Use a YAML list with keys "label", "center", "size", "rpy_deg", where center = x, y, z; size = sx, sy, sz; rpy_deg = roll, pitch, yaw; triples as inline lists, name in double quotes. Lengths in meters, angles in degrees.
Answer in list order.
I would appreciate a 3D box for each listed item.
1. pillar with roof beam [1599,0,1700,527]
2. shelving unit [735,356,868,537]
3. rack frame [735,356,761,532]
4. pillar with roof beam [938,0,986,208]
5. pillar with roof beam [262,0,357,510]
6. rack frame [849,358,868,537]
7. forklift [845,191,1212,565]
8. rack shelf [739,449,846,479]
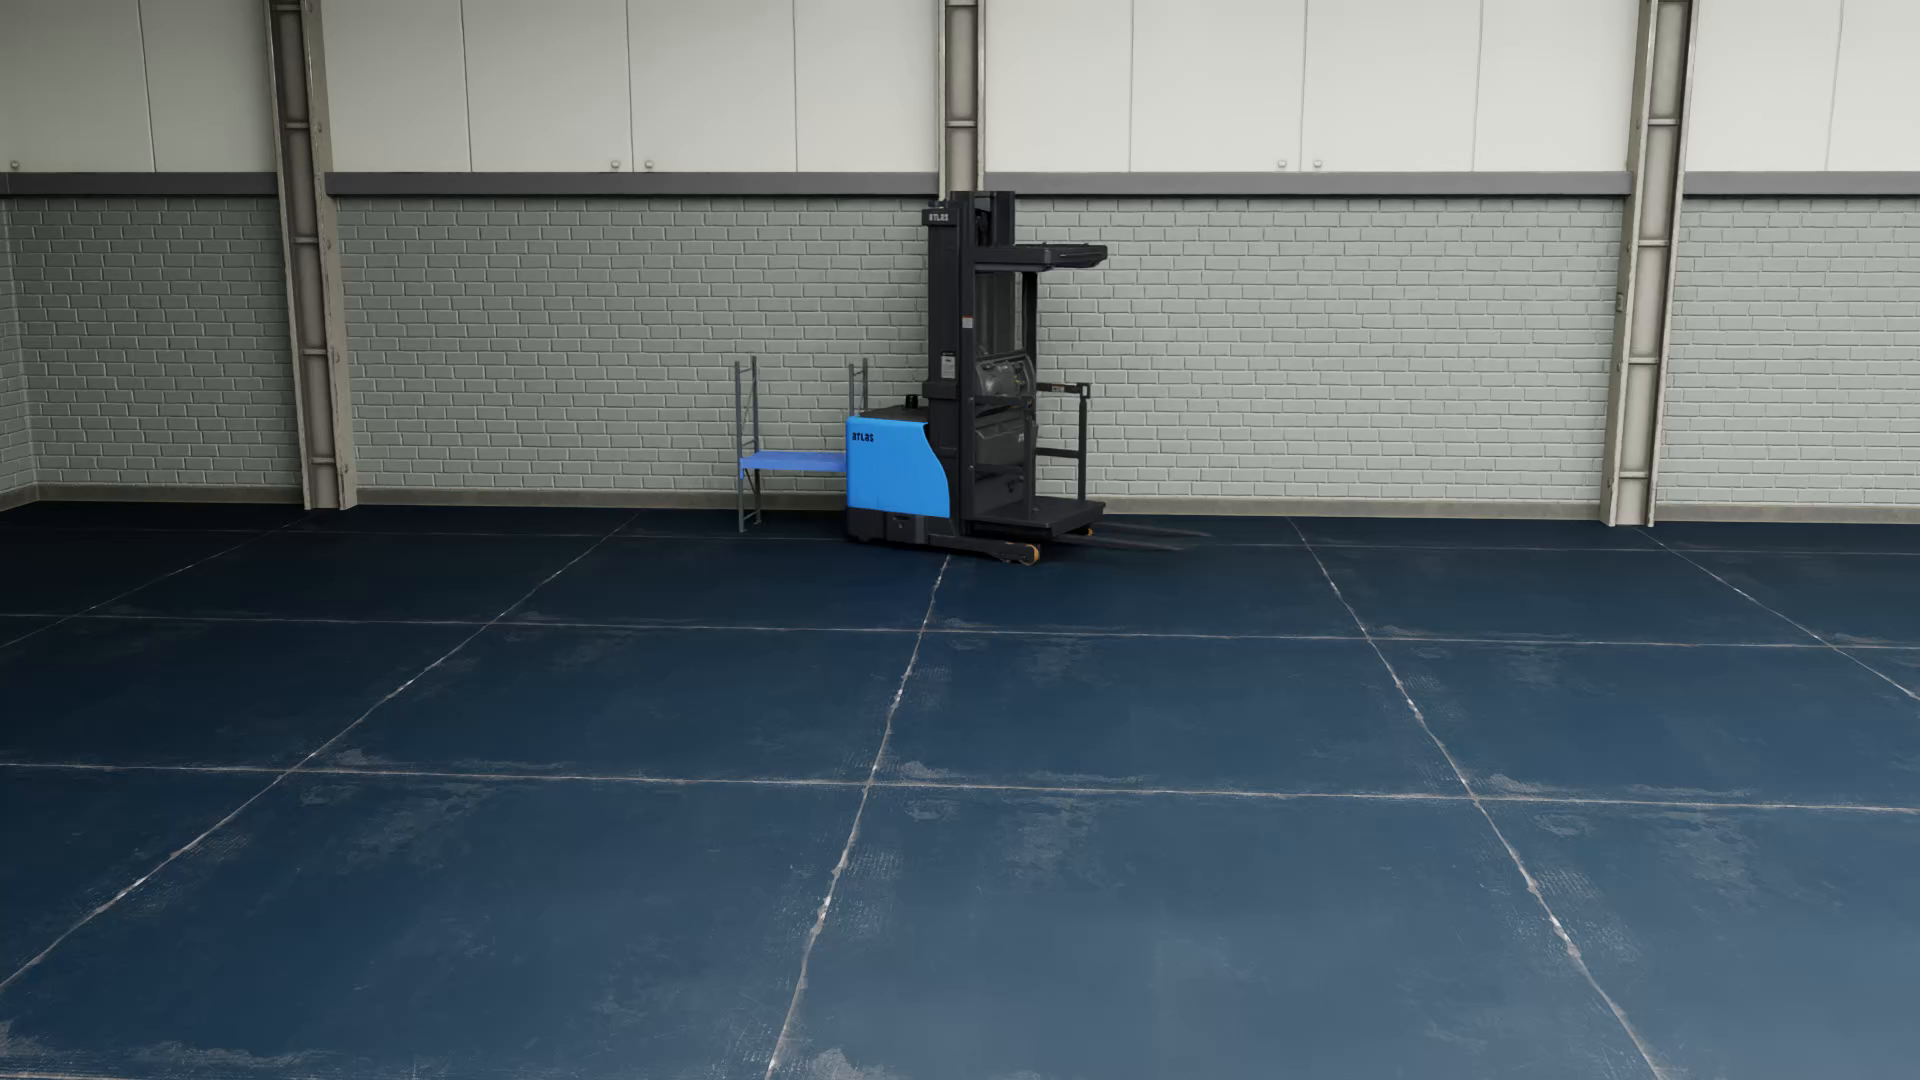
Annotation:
- label: "pillar with roof beam"
  center: [5.719, -3.679, 9.877]
  size: [0.400, 9.000, 9.100]
  rpy_deg: [1, 12, 4]
- label: "shelving unit"
  center: [-1.374, -0.829, 14.570]
  size: [1.048, 1.500, 0.538]
  rpy_deg: [2, 12, 12]
- label: "rack frame"
  center: [-1.872, -0.851, 14.672]
  size: [0.032, 1.500, 0.500]
  rpy_deg: [2, 12, 12]
- label: "pillar with roof beam"
  center: [-0.267, -3.761, 10.269]
  size: [0.400, 9.000, 9.100]
  rpy_deg: [1, 12, 4]
- label: "pillar with roof beam"
  center: [-6.254, -3.843, 10.662]
  size: [0.400, 9.000, 9.100]
  rpy_deg: [1, 12, 4]
- label: "rack frame"
  center: [-0.877, -0.808, 14.468]
  size: [0.032, 1.500, 0.500]
  rpy_deg: [2, 12, 12]
- label: "forklift"
  center: [0.555, -1.355, 13.585]
  size: [3.031, 2.935, 1.130]
  rpy_deg: [7, 14, 29]
- label: "rack shelf"
  center: [-1.374, -0.653, 14.607]
  size: [1.000, 0.185, 0.538]
  rpy_deg: [2, 12, 12]
